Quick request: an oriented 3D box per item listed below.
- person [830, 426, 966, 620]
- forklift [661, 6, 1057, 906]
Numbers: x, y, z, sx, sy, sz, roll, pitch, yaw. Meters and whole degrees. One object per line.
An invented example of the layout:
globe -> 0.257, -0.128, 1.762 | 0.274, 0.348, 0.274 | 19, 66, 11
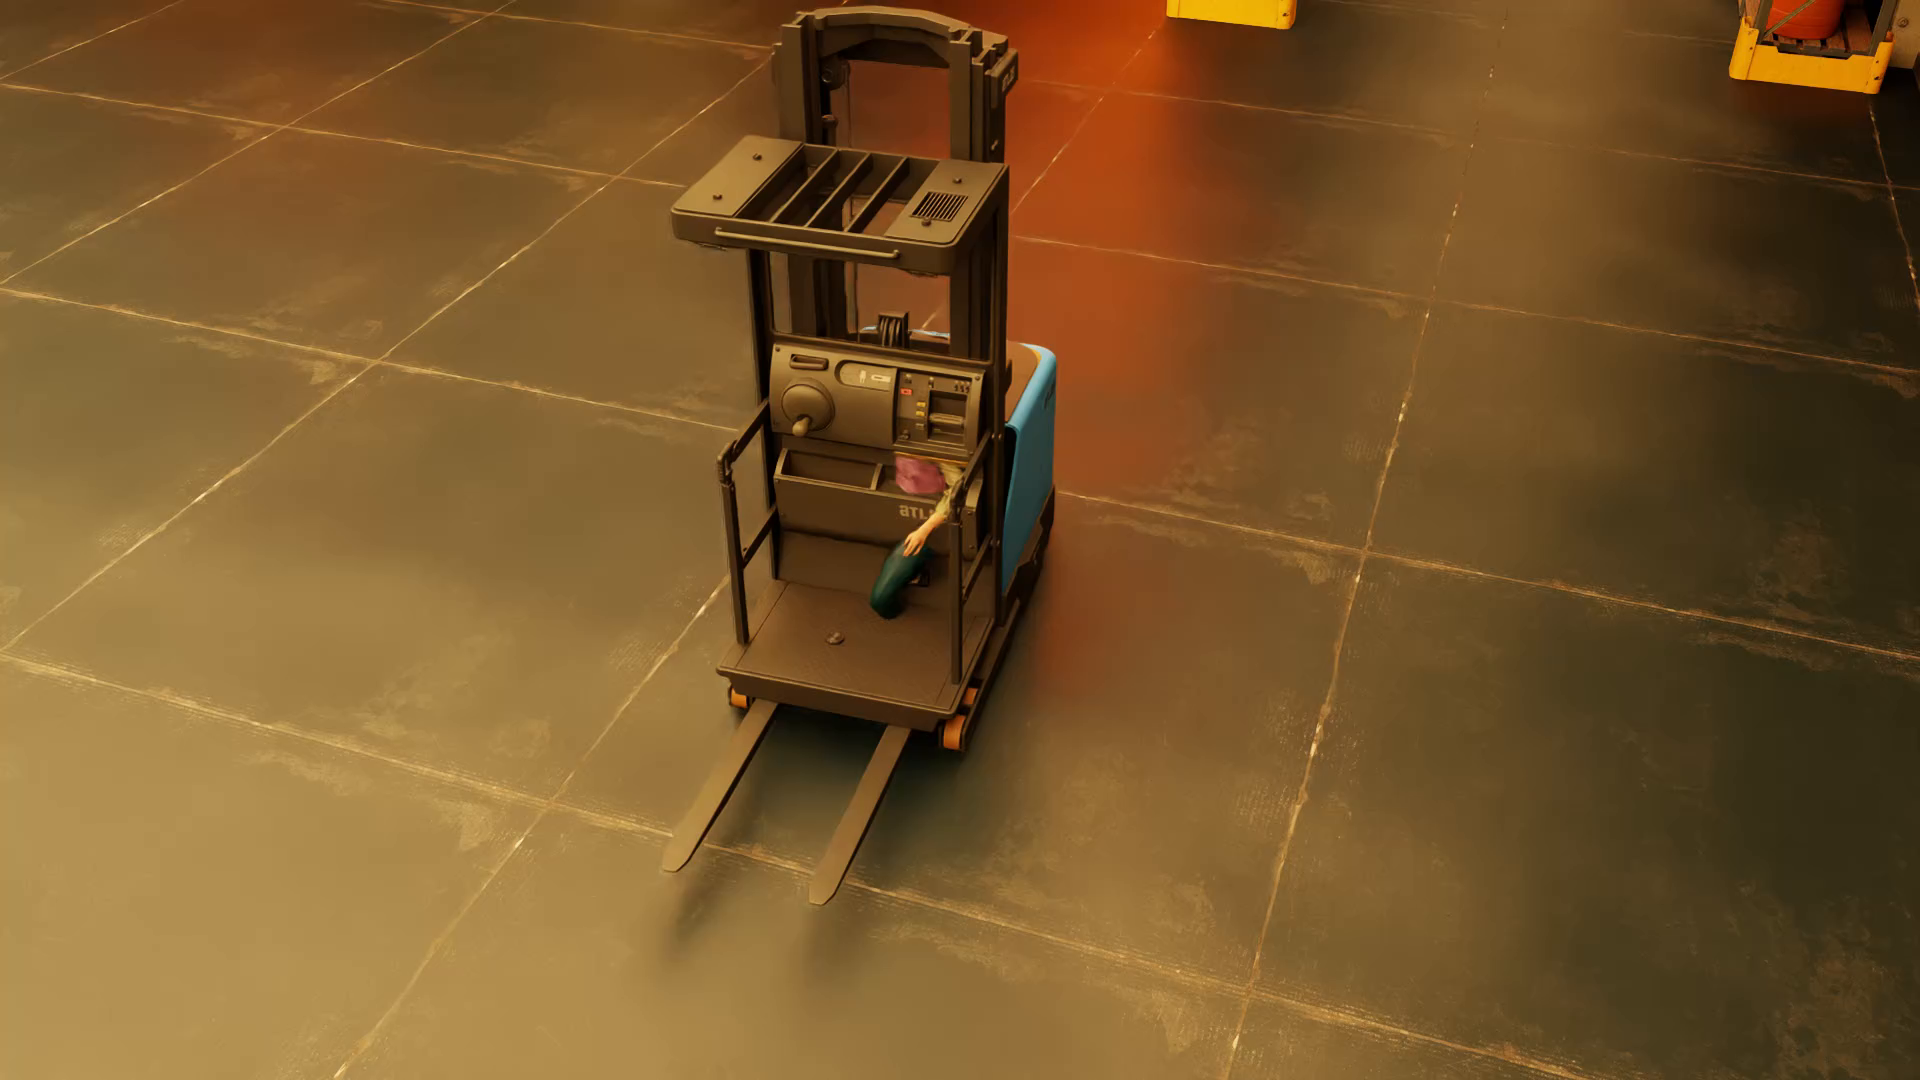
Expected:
person -> -0.309, -0.058, 7.512 | 0.528, 1.406, 0.707 | -16, 38, -21
forklift -> -0.416, -0.522, 6.847 | 1.130, 2.935, 3.031 | 10, 36, 13
